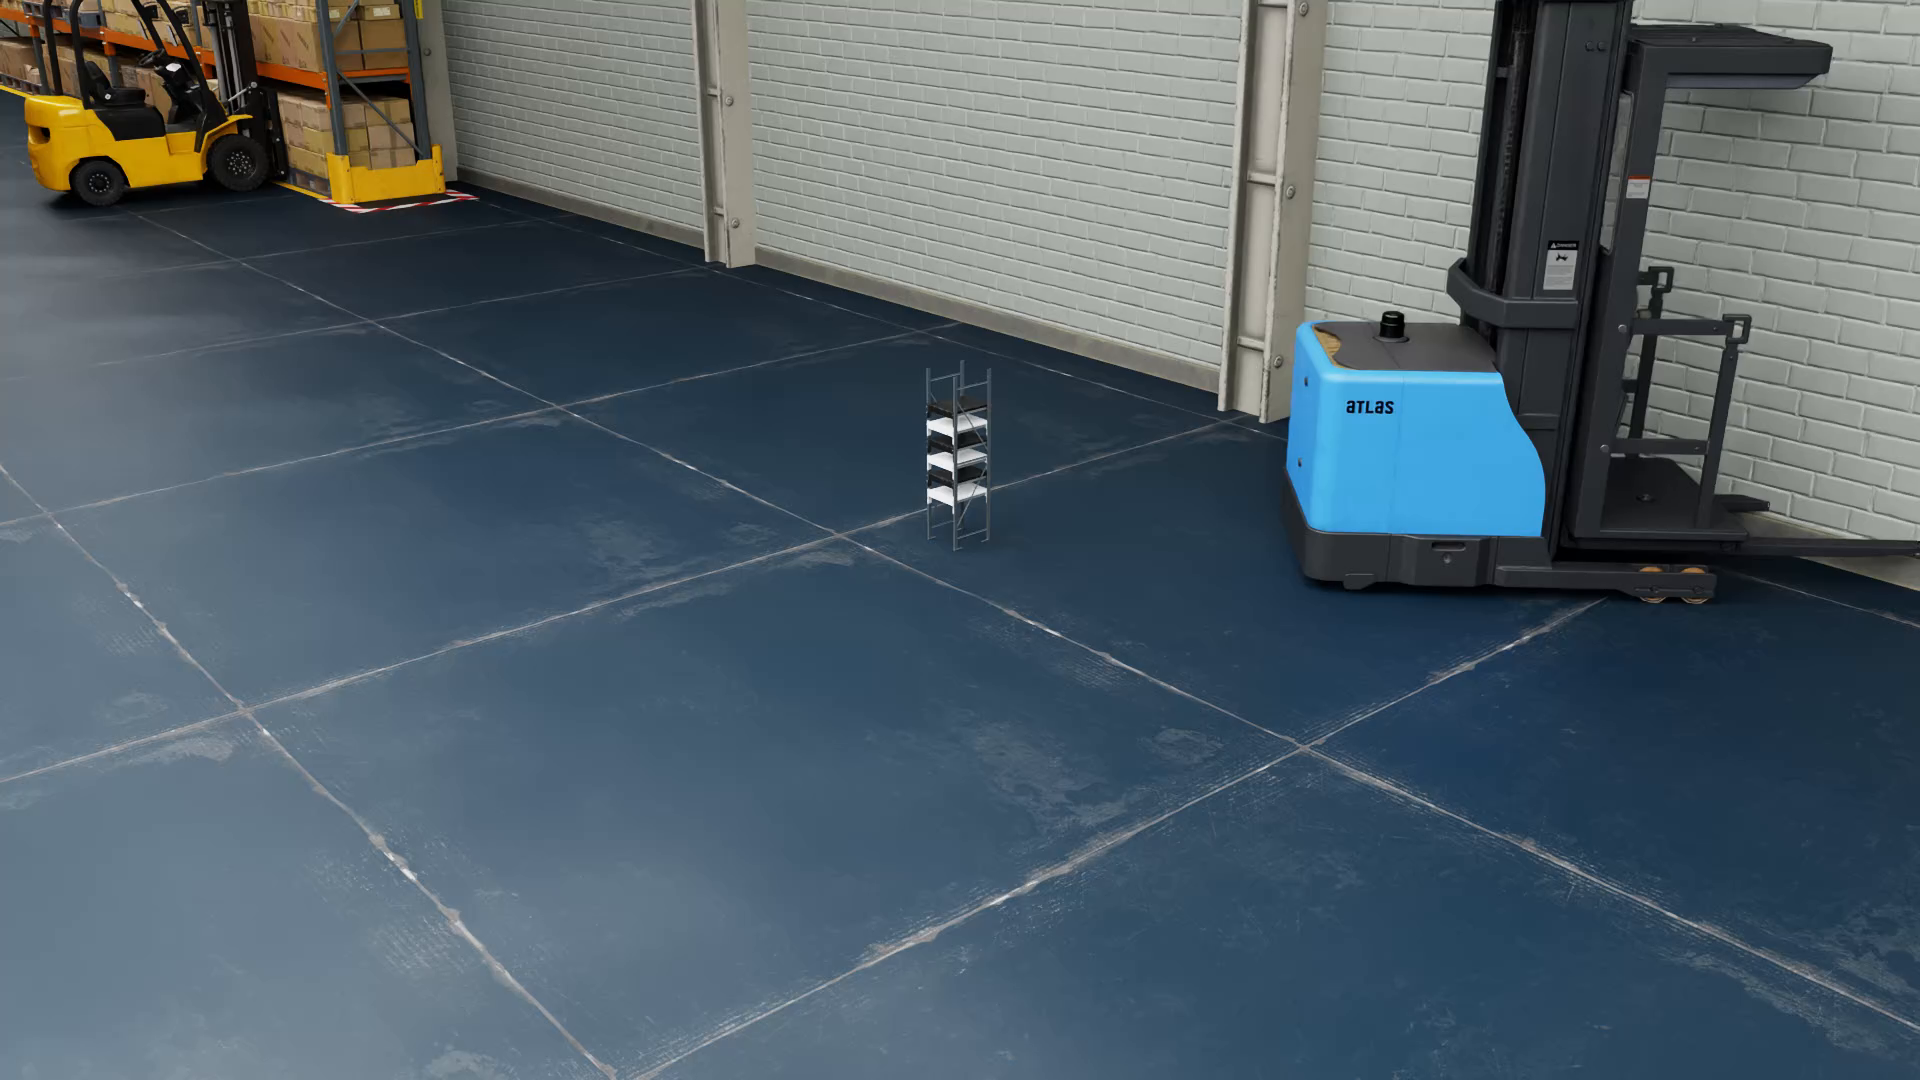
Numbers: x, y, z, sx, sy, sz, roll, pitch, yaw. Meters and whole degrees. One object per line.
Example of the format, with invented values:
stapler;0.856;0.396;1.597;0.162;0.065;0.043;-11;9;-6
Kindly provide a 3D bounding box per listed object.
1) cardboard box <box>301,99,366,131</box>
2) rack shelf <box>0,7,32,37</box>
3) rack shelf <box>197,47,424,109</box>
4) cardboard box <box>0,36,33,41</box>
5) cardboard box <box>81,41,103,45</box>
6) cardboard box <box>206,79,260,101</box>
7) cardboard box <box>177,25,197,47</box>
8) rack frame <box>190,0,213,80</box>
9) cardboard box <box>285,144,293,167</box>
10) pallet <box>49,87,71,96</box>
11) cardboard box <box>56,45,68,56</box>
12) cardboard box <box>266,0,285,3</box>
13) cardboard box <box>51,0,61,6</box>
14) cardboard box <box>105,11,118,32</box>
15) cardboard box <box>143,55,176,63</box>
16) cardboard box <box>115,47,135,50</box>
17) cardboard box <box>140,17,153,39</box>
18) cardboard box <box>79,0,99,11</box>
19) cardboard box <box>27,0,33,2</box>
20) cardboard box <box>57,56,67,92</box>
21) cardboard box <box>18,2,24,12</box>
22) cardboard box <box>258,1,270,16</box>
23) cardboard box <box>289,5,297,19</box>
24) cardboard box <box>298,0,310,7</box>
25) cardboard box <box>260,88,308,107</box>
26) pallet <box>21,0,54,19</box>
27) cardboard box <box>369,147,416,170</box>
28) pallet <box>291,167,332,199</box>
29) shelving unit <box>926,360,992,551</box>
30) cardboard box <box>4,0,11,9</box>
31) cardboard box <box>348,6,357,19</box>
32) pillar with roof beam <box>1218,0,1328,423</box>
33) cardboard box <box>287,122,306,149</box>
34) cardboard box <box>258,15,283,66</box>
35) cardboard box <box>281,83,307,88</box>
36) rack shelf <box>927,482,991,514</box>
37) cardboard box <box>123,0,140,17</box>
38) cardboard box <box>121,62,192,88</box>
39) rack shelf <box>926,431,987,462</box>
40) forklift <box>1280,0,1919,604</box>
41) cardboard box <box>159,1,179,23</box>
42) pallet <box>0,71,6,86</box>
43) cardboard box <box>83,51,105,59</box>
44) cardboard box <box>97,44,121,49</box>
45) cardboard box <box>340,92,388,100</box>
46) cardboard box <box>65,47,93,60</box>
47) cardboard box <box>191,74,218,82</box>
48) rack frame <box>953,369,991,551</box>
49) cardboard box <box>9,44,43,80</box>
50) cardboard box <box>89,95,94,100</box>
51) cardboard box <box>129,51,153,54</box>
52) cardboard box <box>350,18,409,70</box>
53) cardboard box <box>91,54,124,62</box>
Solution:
cardboard box;-6.713;-4.554;17.822;0.500;0.250;0.500;-16;27;-36
rack shelf;-15.314;-8.653;27.451;1.077;0.370;4.000;-17;27;-37
rack shelf;-7.481;-5.338;18.986;1.077;0.370;4.000;-17;27;-37
cardboard box;-16.292;-8.382;28.620;0.797;0.503;0.637;-19;28;-39
cardboard box;-13.550;-7.736;26.086;0.380;0.149;0.250;-19;28;-39
cardboard box;-8.709;-5.398;19.976;0.500;0.250;0.500;-18;28;-38
cardboard box;-9.314;-6.233;20.489;0.500;0.250;0.500;-17;27;-36
rack frame;-8.787;-6.225;20.266;1.000;3.000;0.127;-17;27;-37
cardboard box;-7.359;-4.370;18.723;0.500;0.250;0.500;-17;27;-37
pallet;-13.449;-6.922;25.867;1.003;0.211;1.213;-17;27;-37
cardboard box;-13.737;-7.549;25.607;0.380;0.149;0.250;-18;28;-39
cardboard box;-7.305;-5.915;18.038;0.380;0.149;0.250;-17;27;-36
cardboard box;-13.012;-8.131;24.418;0.700;0.500;0.500;-18;27;-38
cardboard box;-11.293;-7.080;22.653;0.500;0.250;0.500;-17;27;-37
cardboard box;-11.502;-6.883;23.906;0.380;0.149;0.250;-16;26;-35
cardboard box;-12.531;-7.312;25.001;0.380;0.149;0.250;-19;28;-39
cardboard box;-10.290;-6.656;21.569;0.500;0.250;0.500;-16;27;-36
cardboard box;-12.117;-7.499;23.287;0.380;0.149;0.250;-17;27;-36
cardboard box;-13.863;-8.491;25.337;0.700;0.500;0.500;-17;27;-36
cardboard box;-13.509;-7.135;25.441;0.500;0.500;0.500;-18;28;-38
cardboard box;-14.595;-8.414;26.197;0.380;0.149;0.250;-17;27;-36
cardboard box;-7.470;-5.847;18.272;0.380;0.149;0.250;-17;27;-37
cardboard box;-6.927;-5.648;17.764;0.380;0.149;0.250;-17;27;-36
cardboard box;-6.754;-5.717;17.533;0.380;0.149;0.250;-17;27;-37
cardboard box;-7.712;-4.973;18.890;0.500;0.250;0.500;-18;28;-38
pallet;-13.570;-8.100;25.314;1.003;0.211;1.213;-17;27;-37
cardboard box;-6.348;-4.218;18.334;0.500;0.250;0.500;-17;27;-37
pallet;-6.707;-4.023;18.467;1.003;0.211;1.213;-17;27;-37
shelving unit;-0.005;-0.421;8.326;0.258;0.900;0.210;-17;27;-37
cardboard box;-15.121;-8.622;26.730;0.380;0.149;0.250;-18;28;-38
cardboard box;-6.410;-5.677;17.840;0.380;0.149;0.250;-17;27;-37
pillar with roof beam;-1.376;-3.980;6.308;9.100;9.000;0.400;-17;27;-37
cardboard box;-7.050;-4.470;18.291;0.500;0.250;0.500;-18;28;-38
cardboard box;-7.362;-5.527;18.346;0.500;0.500;0.500;-18;28;-38
cardboard box;-7.657;-5.237;19.565;0.500;0.250;0.500;-17;27;-37
rack shelf;-0.005;-0.223;8.403;0.258;0.077;0.200;-17;27;-37
cardboard box;-10.639;-7.025;21.828;0.500;0.250;0.500;-18;28;-39
cardboard box;-11.001;-6.245;22.995;0.875;0.625;0.625;-16;27;-36
rack shelf;-0.005;-0.474;8.305;0.258;0.077;0.200;-17;27;-37
forklift;3.161;-1.267;7.701;3.031;2.935;1.130;1;21;3
cardboard box;-9.642;-6.604;20.751;0.500;0.250;0.500;-18;28;-39
pallet;-16.049;-8.001;28.624;1.003;0.211;1.213;-17;27;-37
cardboard box;-12.756;-7.113;24.495;0.380;0.149;0.250;-19;28;-40
cardboard box;-13.022;-7.535;25.572;0.380;0.149;0.250;-19;28;-40
cardboard box;-6.675;-4.816;18.491;0.500;0.250;0.500;-17;27;-37
cardboard box;-13.237;-7.330;25.049;0.380;0.149;0.250;-18;27;-38
cardboard box;-9.637;-5.673;21.535;0.875;0.625;0.625;-18;28;-38
rack frame;0.061;-0.393;8.254;0.240;0.900;0.006;-17;27;-37
cardboard box;-15.086;-7.849;27.262;0.700;0.500;0.500;-19;28;-39
cardboard box;-12.499;-6.713;24.361;0.500;0.500;0.500;-16;27;-35
cardboard box;-11.985;-7.109;24.484;0.380;0.149;0.250;-19;28;-40
cardboard box;-6.289;-5.370;17.944;0.500;0.500;0.500;-16;27;-36
cardboard box;-12.252;-6.892;23.929;0.380;0.149;0.250;-19;28;-39
